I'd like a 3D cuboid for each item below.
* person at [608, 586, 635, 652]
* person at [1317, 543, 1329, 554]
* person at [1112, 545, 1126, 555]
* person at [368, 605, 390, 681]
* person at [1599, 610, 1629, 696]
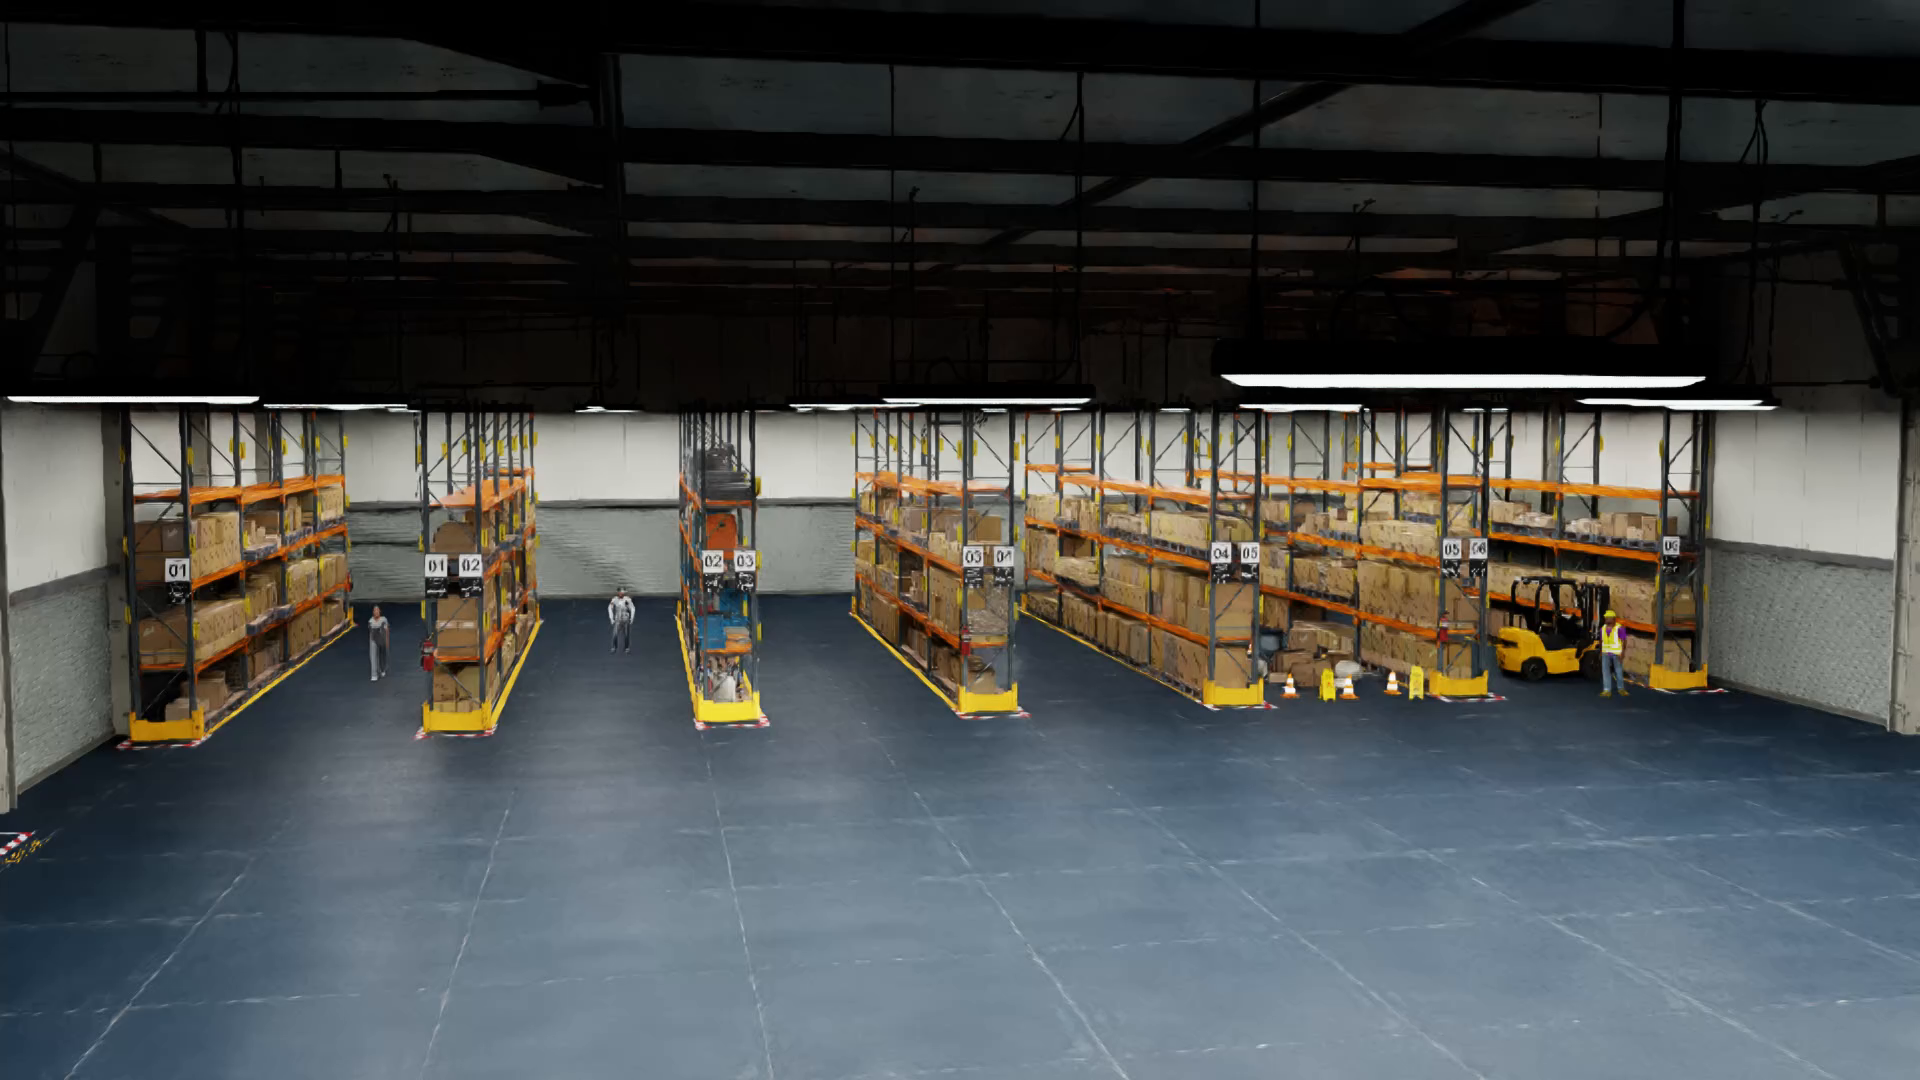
[{"bbox_3d":[-8.139,1.901,39.990,0.639,1.628,0.512,-1,4,-12],"label":"person"},{"bbox_3d":[11.458,0.909,52.511,0.717,1.707,0.571,-4,6,-39],"label":"person"},{"bbox_3d":[5.031,0.945,51.863,0.660,1.789,0.479,4,6,43],"label":"person"},{"bbox_3d":[-12.546,2.203,35.913,0.453,1.612,1.019,-1,4,-12],"label":"person"},{"bbox_3d":[13.304,2.299,33.882,0.620,1.761,0.592,-4,6,-44],"label":"person"}]
